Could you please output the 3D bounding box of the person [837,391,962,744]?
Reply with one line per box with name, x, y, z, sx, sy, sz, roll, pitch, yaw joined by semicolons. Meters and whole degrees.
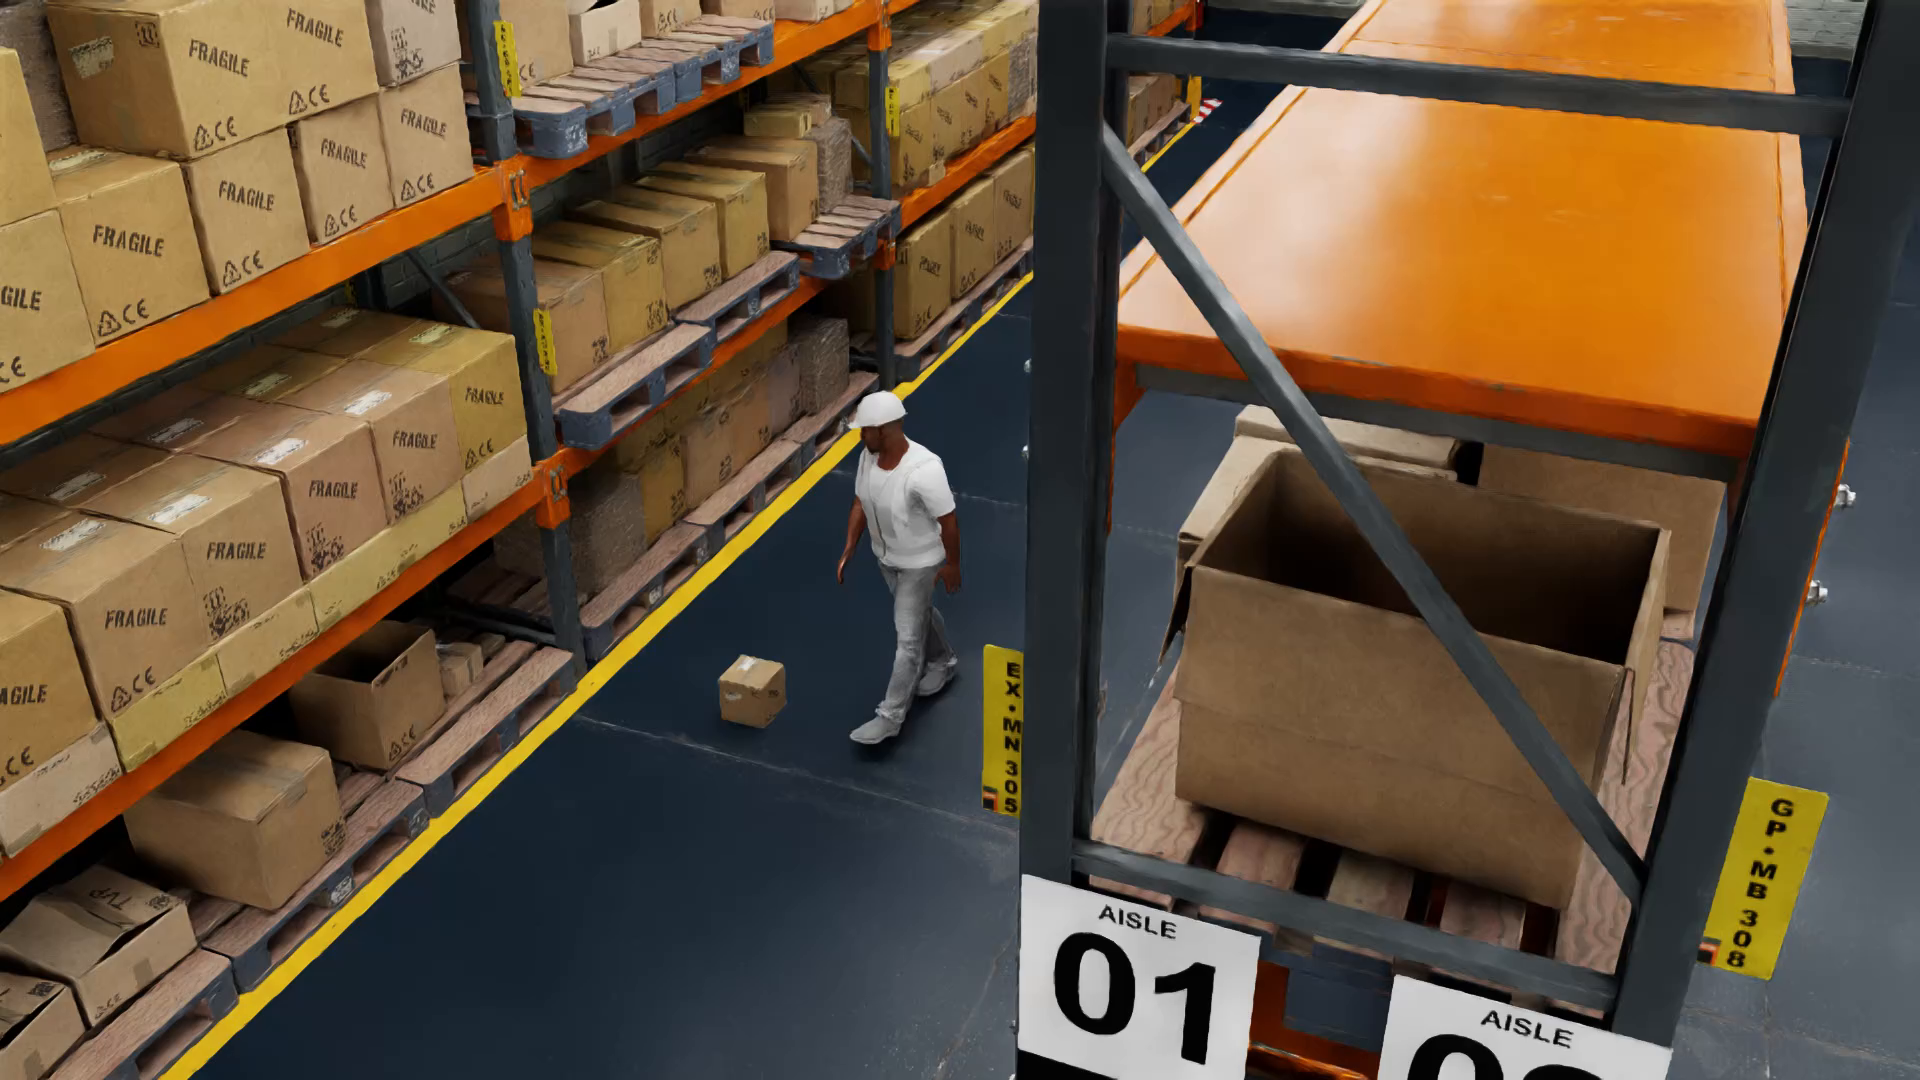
person;-0.342;0.098;8.192;0.882;1.726;0.584;-23;37;-35
